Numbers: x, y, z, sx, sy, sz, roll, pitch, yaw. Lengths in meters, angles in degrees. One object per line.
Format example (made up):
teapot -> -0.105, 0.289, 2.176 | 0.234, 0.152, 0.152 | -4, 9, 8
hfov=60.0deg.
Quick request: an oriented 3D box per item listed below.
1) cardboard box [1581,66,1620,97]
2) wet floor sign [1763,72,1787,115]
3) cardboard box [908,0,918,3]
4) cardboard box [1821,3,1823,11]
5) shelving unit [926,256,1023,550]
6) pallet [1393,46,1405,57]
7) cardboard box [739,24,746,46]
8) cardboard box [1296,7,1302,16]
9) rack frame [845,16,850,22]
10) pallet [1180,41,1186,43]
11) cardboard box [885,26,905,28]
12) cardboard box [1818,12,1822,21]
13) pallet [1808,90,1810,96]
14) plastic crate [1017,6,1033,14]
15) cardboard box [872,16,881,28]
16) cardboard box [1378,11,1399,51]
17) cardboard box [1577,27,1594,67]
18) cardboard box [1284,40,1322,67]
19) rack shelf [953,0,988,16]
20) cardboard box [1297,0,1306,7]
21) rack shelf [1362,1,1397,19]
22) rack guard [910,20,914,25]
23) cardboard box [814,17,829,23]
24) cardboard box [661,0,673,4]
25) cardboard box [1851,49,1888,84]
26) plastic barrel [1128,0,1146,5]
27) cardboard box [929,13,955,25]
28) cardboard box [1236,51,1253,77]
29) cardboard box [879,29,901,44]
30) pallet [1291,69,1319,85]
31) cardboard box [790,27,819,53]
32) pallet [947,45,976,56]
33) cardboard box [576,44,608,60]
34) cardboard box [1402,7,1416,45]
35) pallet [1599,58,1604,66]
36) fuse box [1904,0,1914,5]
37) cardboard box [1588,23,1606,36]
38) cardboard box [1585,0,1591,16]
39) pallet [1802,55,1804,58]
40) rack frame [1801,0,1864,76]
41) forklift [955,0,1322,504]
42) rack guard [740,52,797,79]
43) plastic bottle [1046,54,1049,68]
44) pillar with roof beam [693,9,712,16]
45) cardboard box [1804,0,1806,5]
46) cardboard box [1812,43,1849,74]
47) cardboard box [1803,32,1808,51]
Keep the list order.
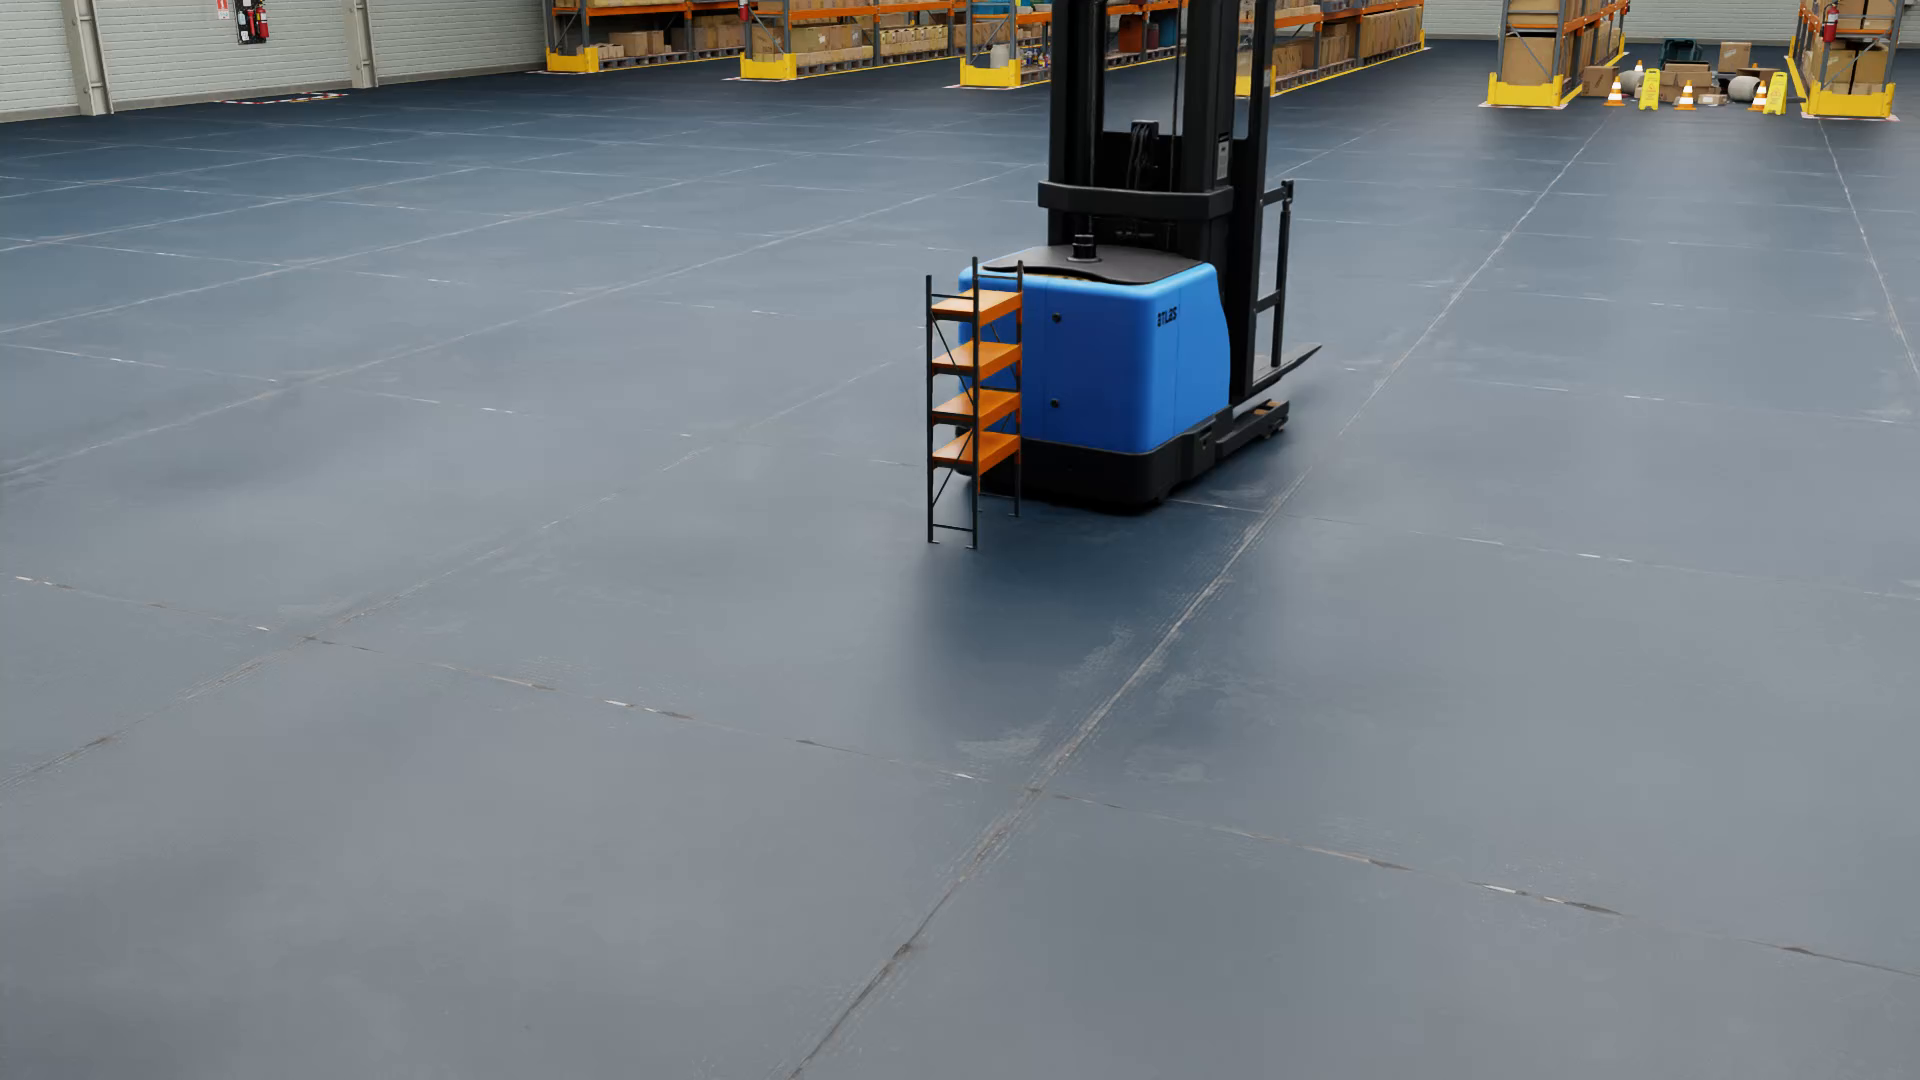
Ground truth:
cardboard box -> 11.540, -8.267, 29.966 | 0.500, 0.500, 0.500 | 13, 23, 32
wet floor sign -> 13.105, -7.168, 26.661 | 0.267, 0.644, 0.232 | 18, 26, 41
cardboard box -> -1.314, -12.886, 39.077 | 0.500, 0.500, 0.500 | 7, 21, 20
cardboard box -> 15.178, -9.345, 28.677 | 0.500, 0.500, 0.500 | 8, 21, 22
shelving unit -> 0.068, -0.616, 7.410 | 0.258, 1.200, 0.503 | 9, 21, 23
pallet -> 10.415, -12.124, 41.246 | 1.003, 0.211, 1.213 | 9, 21, 23
cardboard box -> -5.727, -12.693, 41.758 | 0.700, 0.500, 0.500 | 9, 21, 23
cardboard box -> 6.308, -10.090, 31.739 | 0.380, 0.149, 0.250 | 9, 21, 23
rack frame -> -3.525, -15.255, 45.888 | 1.000, 3.000, 0.127 | 9, 21, 23
pallet -> 5.779, -12.812, 43.180 | 1.003, 0.211, 1.213 | 9, 21, 23
cardboard box -> -1.543, -12.083, 39.609 | 0.500, 0.311, 0.500 | 8, 21, 21
cardboard box -> 15.375, -9.240, 29.350 | 0.380, 0.149, 0.250 | 8, 21, 22
pallet -> 15.554, -7.887, 29.331 | 1.003, 0.211, 1.213 | 9, 21, 23
plastic crate -> 1.259, -10.333, 32.440 | 0.298, 0.136, 0.250 | 9, 21, 23
cardboard box -> -2.704, -14.800, 47.711 | 0.700, 0.500, 0.500 | 9, 22, 24
cardboard box -> 9.788, -12.215, 39.883 | 1.225, 0.875, 0.875 | 9, 21, 23
cardboard box -> 12.546, -10.246, 34.534 | 1.050, 0.750, 0.750 | 8, 21, 22
cardboard box -> 7.027, -9.985, 34.143 | 0.700, 0.500, 0.500 | 7, 21, 19
rack shelf -> 0.177, -13.626, 42.382 | 1.077, 0.370, 4.000 | 9, 21, 23
cardboard box -> 6.166, -10.514, 31.964 | 0.875, 0.500, 0.500 | 9, 21, 23
rack shelf -> 9.213, -12.266, 38.556 | 1.077, 0.370, 4.000 | 9, 21, 23
rack guard -> -1.877, -15.308, 49.766 | 1.175, 0.500, 0.348 | 9, 21, 23
cardboard box -> -4.034, -13.952, 44.804 | 0.750, 0.750, 0.750 | 9, 22, 24
cardboard box -> -6.930, -12.411, 38.084 | 0.500, 0.250, 0.500 | 9, 21, 23
cardboard box -> 14.751, -7.660, 26.889 | 0.500, 0.500, 0.500 | 8, 21, 21
plastic barrel -> 3.962, -12.554, 38.089 | 0.600, 0.536, 0.708 | 9, 21, 23
cardboard box -> -0.454, -13.073, 41.706 | 0.500, 0.250, 0.500 | 9, 22, 25
cardboard box -> 5.389, -8.757, 30.719 | 0.500, 0.500, 0.500 | 13, 23, 33
cardboard box -> -1.674, -11.542, 38.087 | 0.500, 0.311, 0.500 | 8, 21, 22
pallet -> 6.513, -9.247, 33.155 | 1.003, 0.211, 1.213 | 9, 21, 23
cardboard box -> -3.293, -10.451, 34.736 | 0.500, 0.500, 0.500 | 9, 21, 23
pallet -> -0.302, -12.263, 41.636 | 1.003, 0.211, 1.213 | 9, 21, 23
cardboard box -> -8.074, -10.727, 36.510 | 0.500, 0.311, 0.500 | 6, 20, 17
cardboard box -> 11.108, -13.151, 42.516 | 0.875, 0.875, 0.875 | 9, 21, 23
pallet -> 13.700, -10.579, 36.899 | 1.003, 0.211, 1.213 | 9, 21, 23
fuse box -> 24.855, -13.866, 43.906 | 0.539, 1.711, 0.414 | 9, 21, 23
cardboard box -> 13.803, -11.138, 36.295 | 0.500, 0.250, 0.500 | 9, 21, 23
cardboard box -> 11.701, -10.230, 31.609 | 0.500, 0.500, 0.500 | 9, 21, 23
pallet -> 19.456, -10.764, 37.422 | 1.003, 0.211, 1.213 | 9, 21, 23
rack frame -> 17.435, -10.634, 32.893 | 1.000, 3.000, 0.127 | 9, 21, 23
forklift -> 1.158, -1.994, 8.700 | 1.130, 2.935, 3.031 | 11, 22, 29
rack guard -> -3.928, -9.723, 34.064 | 1.175, 0.500, 0.348 | 9, 21, 23
plastic bottle -> 1.766, -9.766, 33.867 | 0.097, 0.271, 0.097 | 0, 20, 0
pillar with roof beam -> -2.557, -15.990, 39.000 | 9.100, 9.000, 0.400 | 9, 21, 23
cardboard box -> 19.235, -12.239, 37.256 | 0.500, 0.500, 0.500 | 8, 21, 21
cardboard box -> 15.101, -8.358, 28.852 | 0.500, 0.500, 0.500 | 9, 22, 25
cardboard box -> 20.165, -11.574, 38.733 | 0.875, 0.438, 0.875 | 9, 22, 24
